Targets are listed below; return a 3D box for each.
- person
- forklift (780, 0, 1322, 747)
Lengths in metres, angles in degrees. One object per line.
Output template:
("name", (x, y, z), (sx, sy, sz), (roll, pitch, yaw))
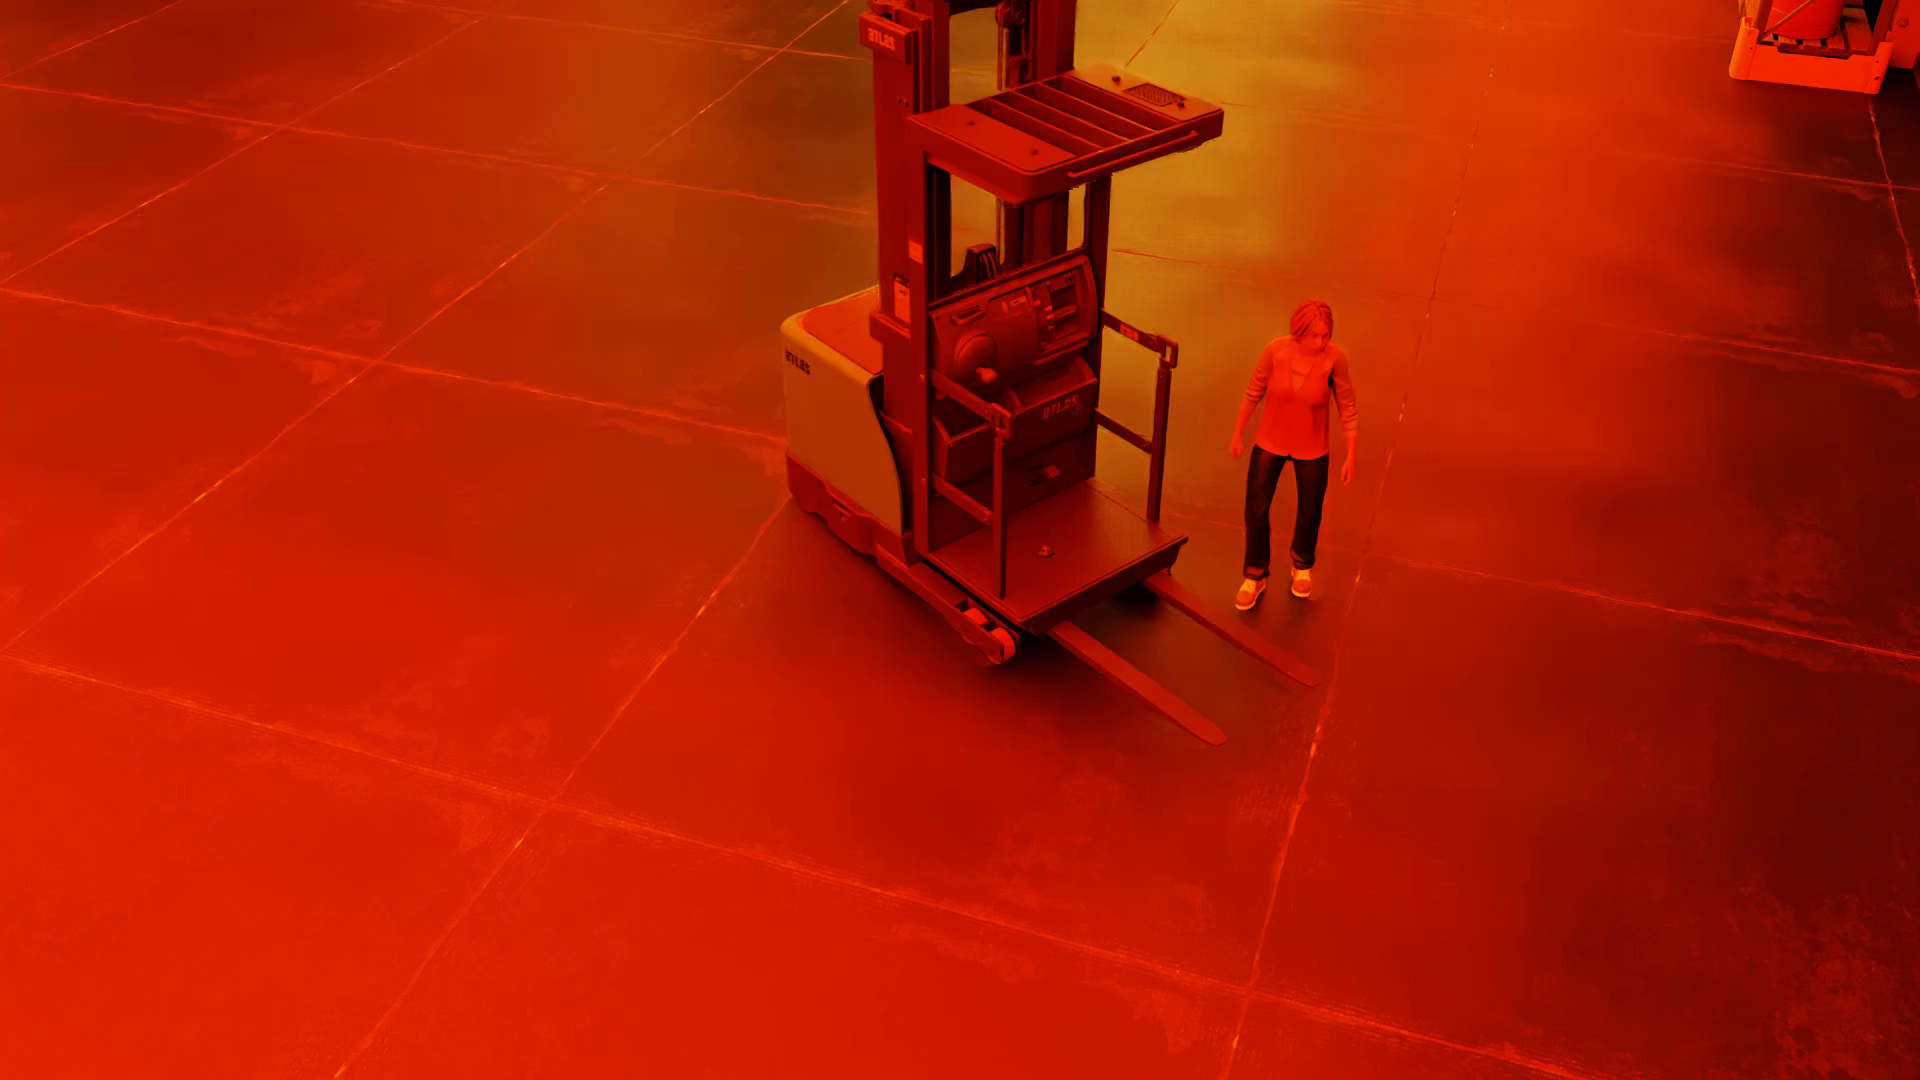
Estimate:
("person", (1.567, -0.399, 7.844), (0.595, 1.579, 0.449), (8, 36, 11))
("forklift", (0.395, -0.943, 7.441), (1.130, 2.935, 3.031), (-25, 42, -31))
